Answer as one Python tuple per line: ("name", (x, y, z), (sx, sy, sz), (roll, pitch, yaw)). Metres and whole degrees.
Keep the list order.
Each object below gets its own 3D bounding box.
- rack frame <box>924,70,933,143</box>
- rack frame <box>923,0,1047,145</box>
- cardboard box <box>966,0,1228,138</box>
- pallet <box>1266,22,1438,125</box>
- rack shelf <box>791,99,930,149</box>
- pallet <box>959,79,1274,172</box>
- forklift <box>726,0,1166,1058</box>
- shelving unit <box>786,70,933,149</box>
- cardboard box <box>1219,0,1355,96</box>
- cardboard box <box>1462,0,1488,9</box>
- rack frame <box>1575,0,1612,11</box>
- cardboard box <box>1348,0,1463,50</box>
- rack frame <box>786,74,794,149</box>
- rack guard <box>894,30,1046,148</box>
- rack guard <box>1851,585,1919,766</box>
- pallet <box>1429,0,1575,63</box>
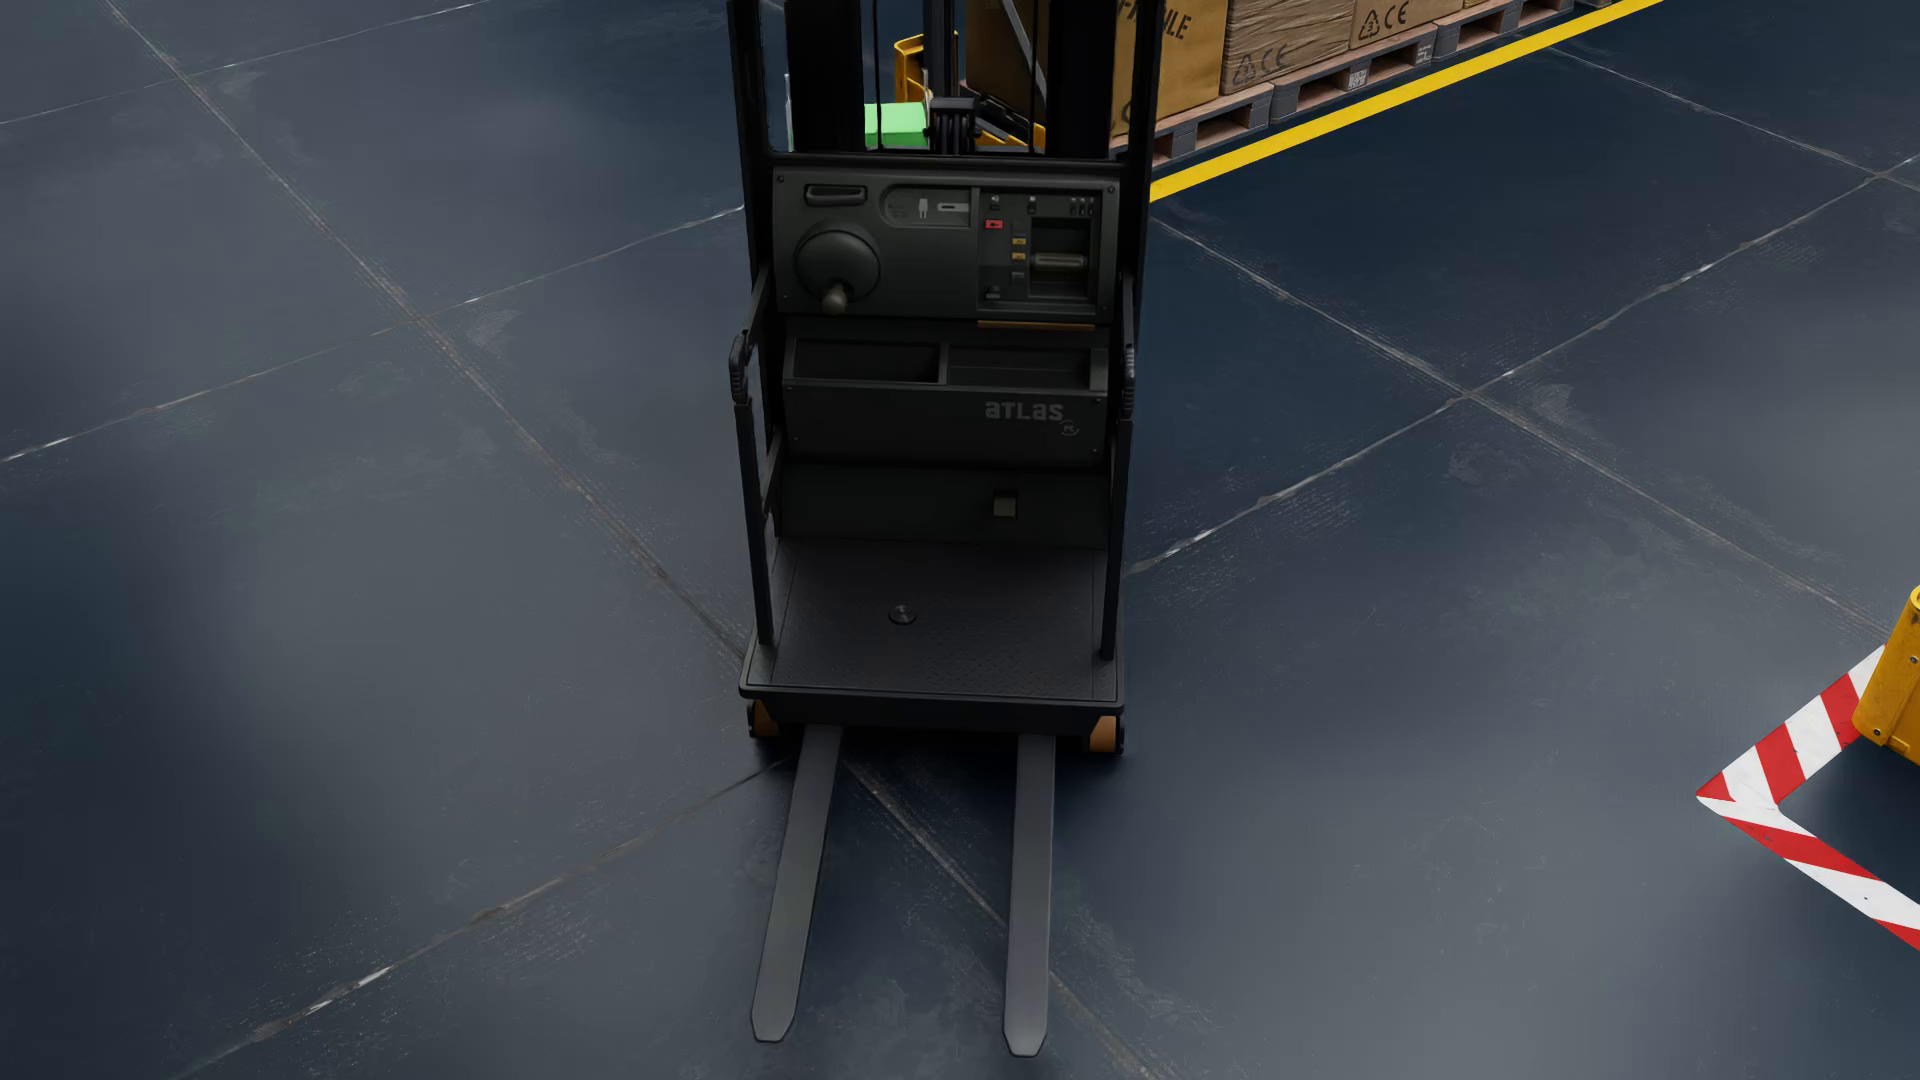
("rack frame", (-0.109, -1.118, 6.162), (0.015, 1.200, 0.240), (-3, 38, -3))
("rack frame", (0.177, -2.881, 6.897), (0.127, 3.000, 1.000), (-26, 46, -28))
("cardboard box", (0.636, -2.510, 7.788), (0.875, 0.875, 0.875), (-26, 46, -28))
("pallet", (1.730, -2.620, 8.778), (1.213, 0.211, 1.003), (-26, 46, -28))
("rack shelf", (-0.353, -1.434, 5.891), (0.480, 0.148, 0.258), (-3, 38, -3))
("pallet", (0.764, -2.151, 8.206), (1.213, 0.211, 1.003), (-26, 46, -28))
("forklift", (-0.053, -0.716, 4.312), (1.130, 2.935, 3.031), (2, 39, 3))
("shelving unit", (-0.352, -1.106, 6.148), (0.503, 1.200, 0.258), (-3, 38, -3))
("cardboard box", (1.358, -2.861, 8.217), (0.875, 0.875, 0.875), (-26, 46, -28))
("cardboard box", (2.777, -3.553, 9.060), (0.875, 0.875, 0.875), (-26, 46, -28))
("rack frame", (3.349, -4.427, 8.782), (0.127, 3.000, 1.000), (-26, 46, -28))
("cardboard box", (2.063, -3.205, 8.636), (0.875, 0.875, 0.875), (-26, 46, -28))
("rack frame", (-0.595, -1.094, 6.133), (0.015, 1.200, 0.240), (-3, 38, -3))
("rack guard", (0.158, -1.905, 7.679), (0.348, 0.500, 1.175), (-26, 46, -28))
("rack guard", (3.184, 0.592, 4.634), (0.348, 0.500, 1.175), (-26, 46, -28))
("pallet", (2.698, -3.094, 9.356), (1.213, 0.211, 1.003), (-26, 46, -28))
